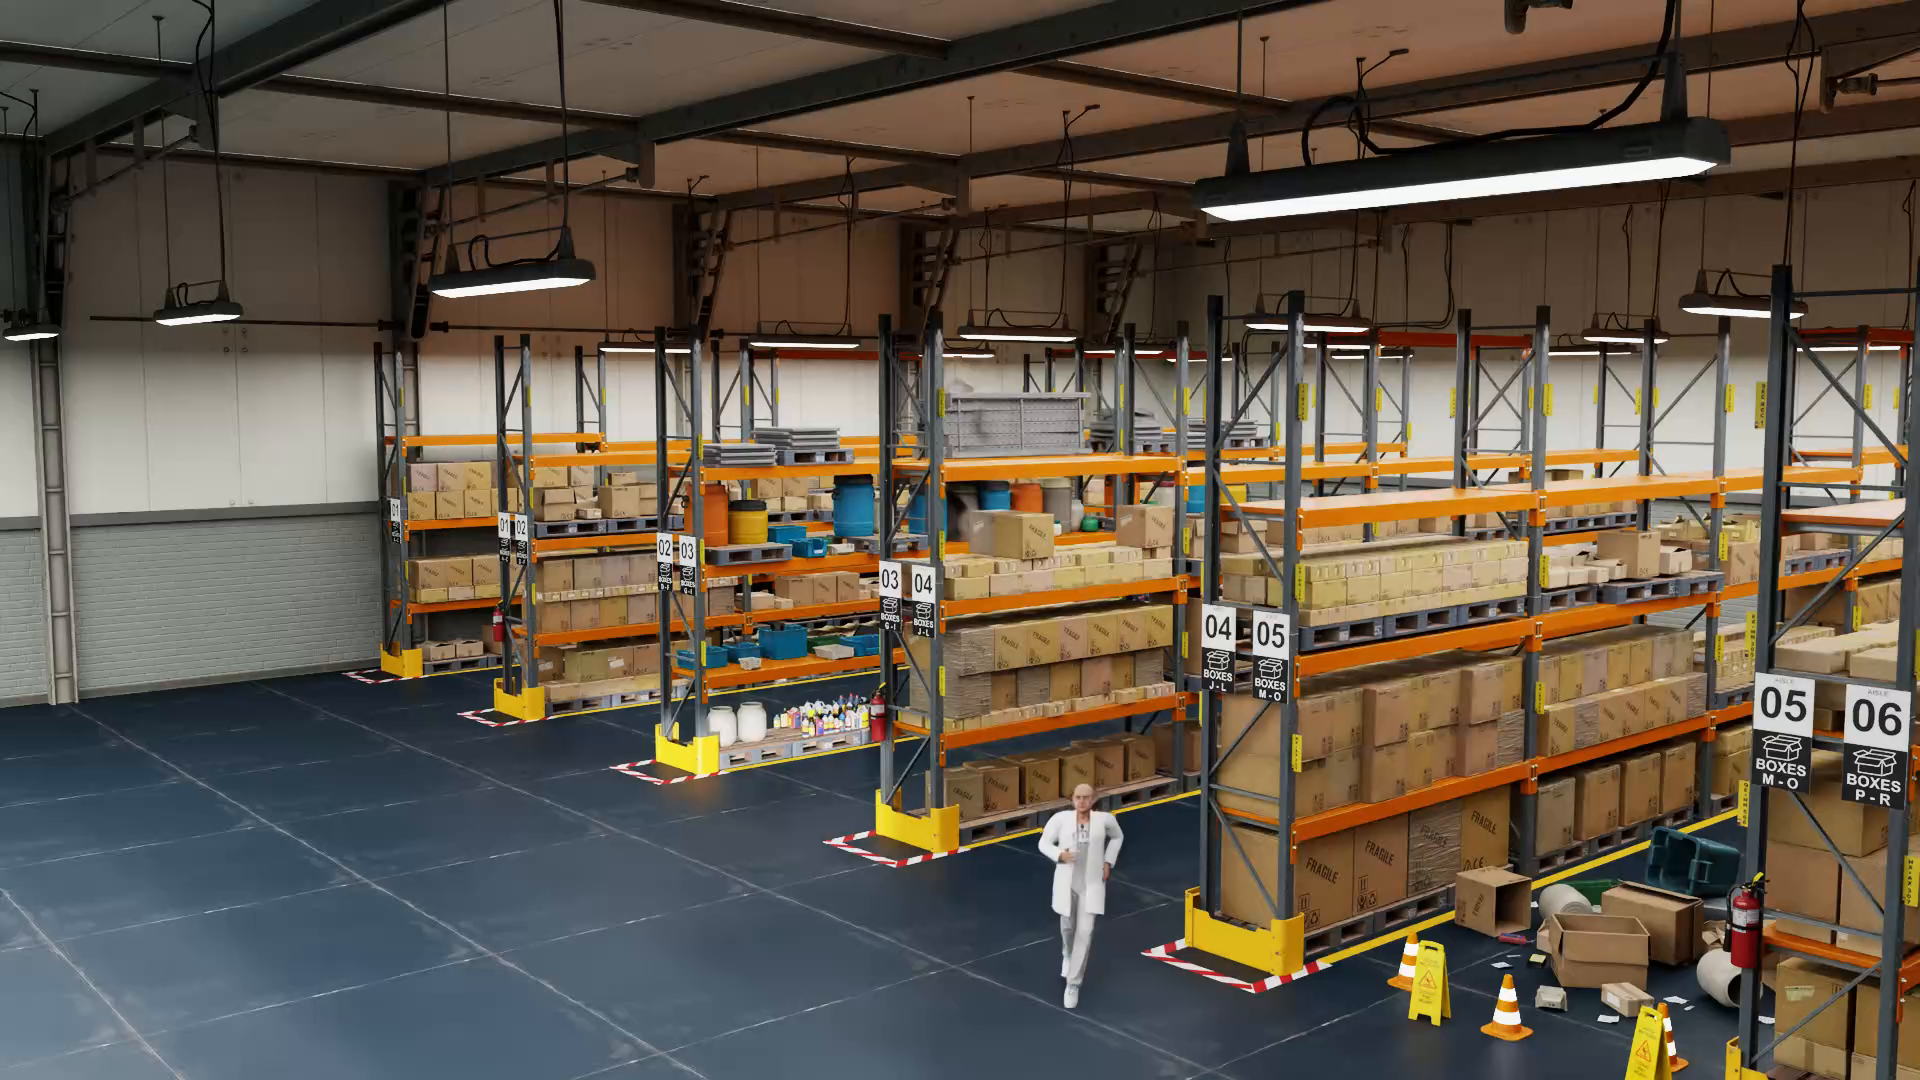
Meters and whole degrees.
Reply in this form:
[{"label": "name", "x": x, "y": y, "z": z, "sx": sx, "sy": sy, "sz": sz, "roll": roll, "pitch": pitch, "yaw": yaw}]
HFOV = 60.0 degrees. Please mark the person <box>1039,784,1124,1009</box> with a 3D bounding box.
[{"label": "person", "x": 1.027, "y": 2.976, "z": 14.241, "sx": 0.706, "sy": 1.815, "sz": 0.950, "roll": 1, "pitch": 5, "yaw": 10}]
